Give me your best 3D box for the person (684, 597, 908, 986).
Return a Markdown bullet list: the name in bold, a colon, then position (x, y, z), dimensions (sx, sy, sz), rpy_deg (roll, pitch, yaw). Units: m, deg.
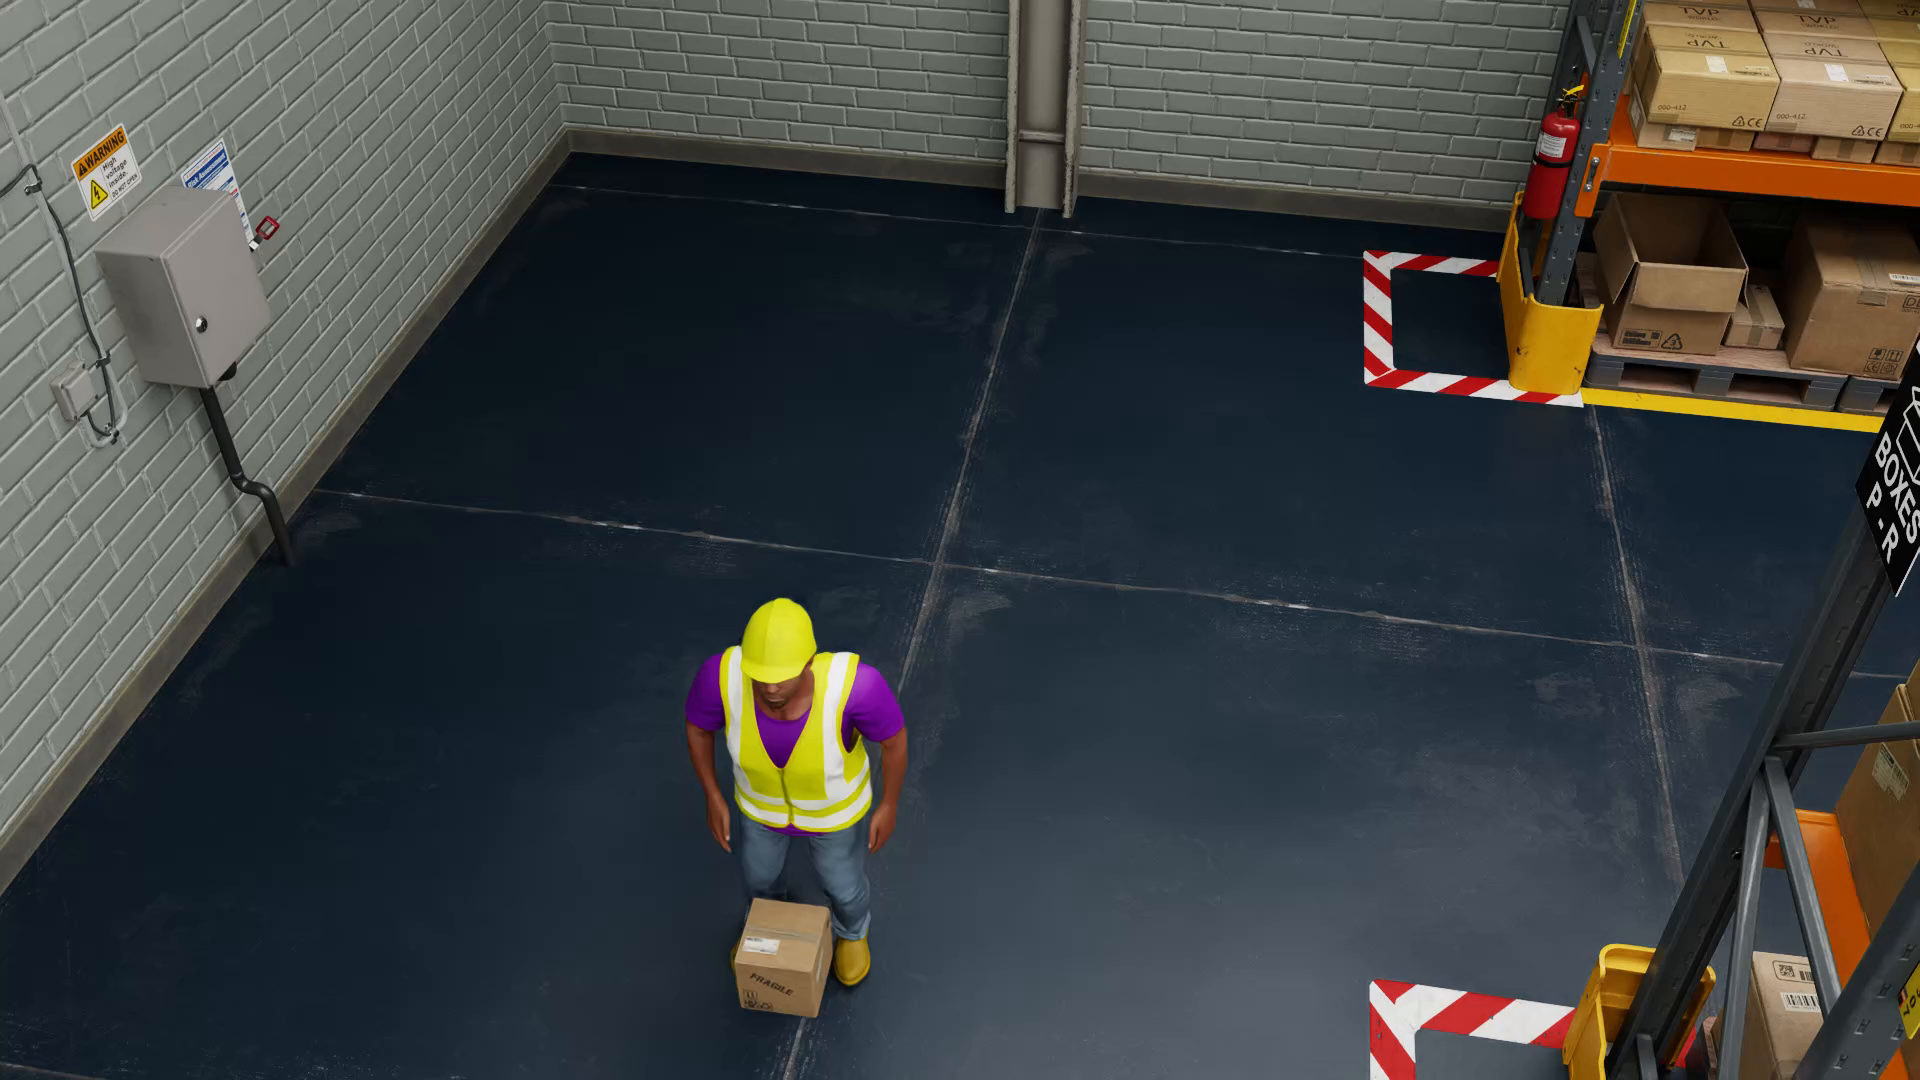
- **person**: position (-0.505, 0.815, 5.192), dimensions (0.689, 1.746, 0.487), rpy_deg (6, 41, 7)
